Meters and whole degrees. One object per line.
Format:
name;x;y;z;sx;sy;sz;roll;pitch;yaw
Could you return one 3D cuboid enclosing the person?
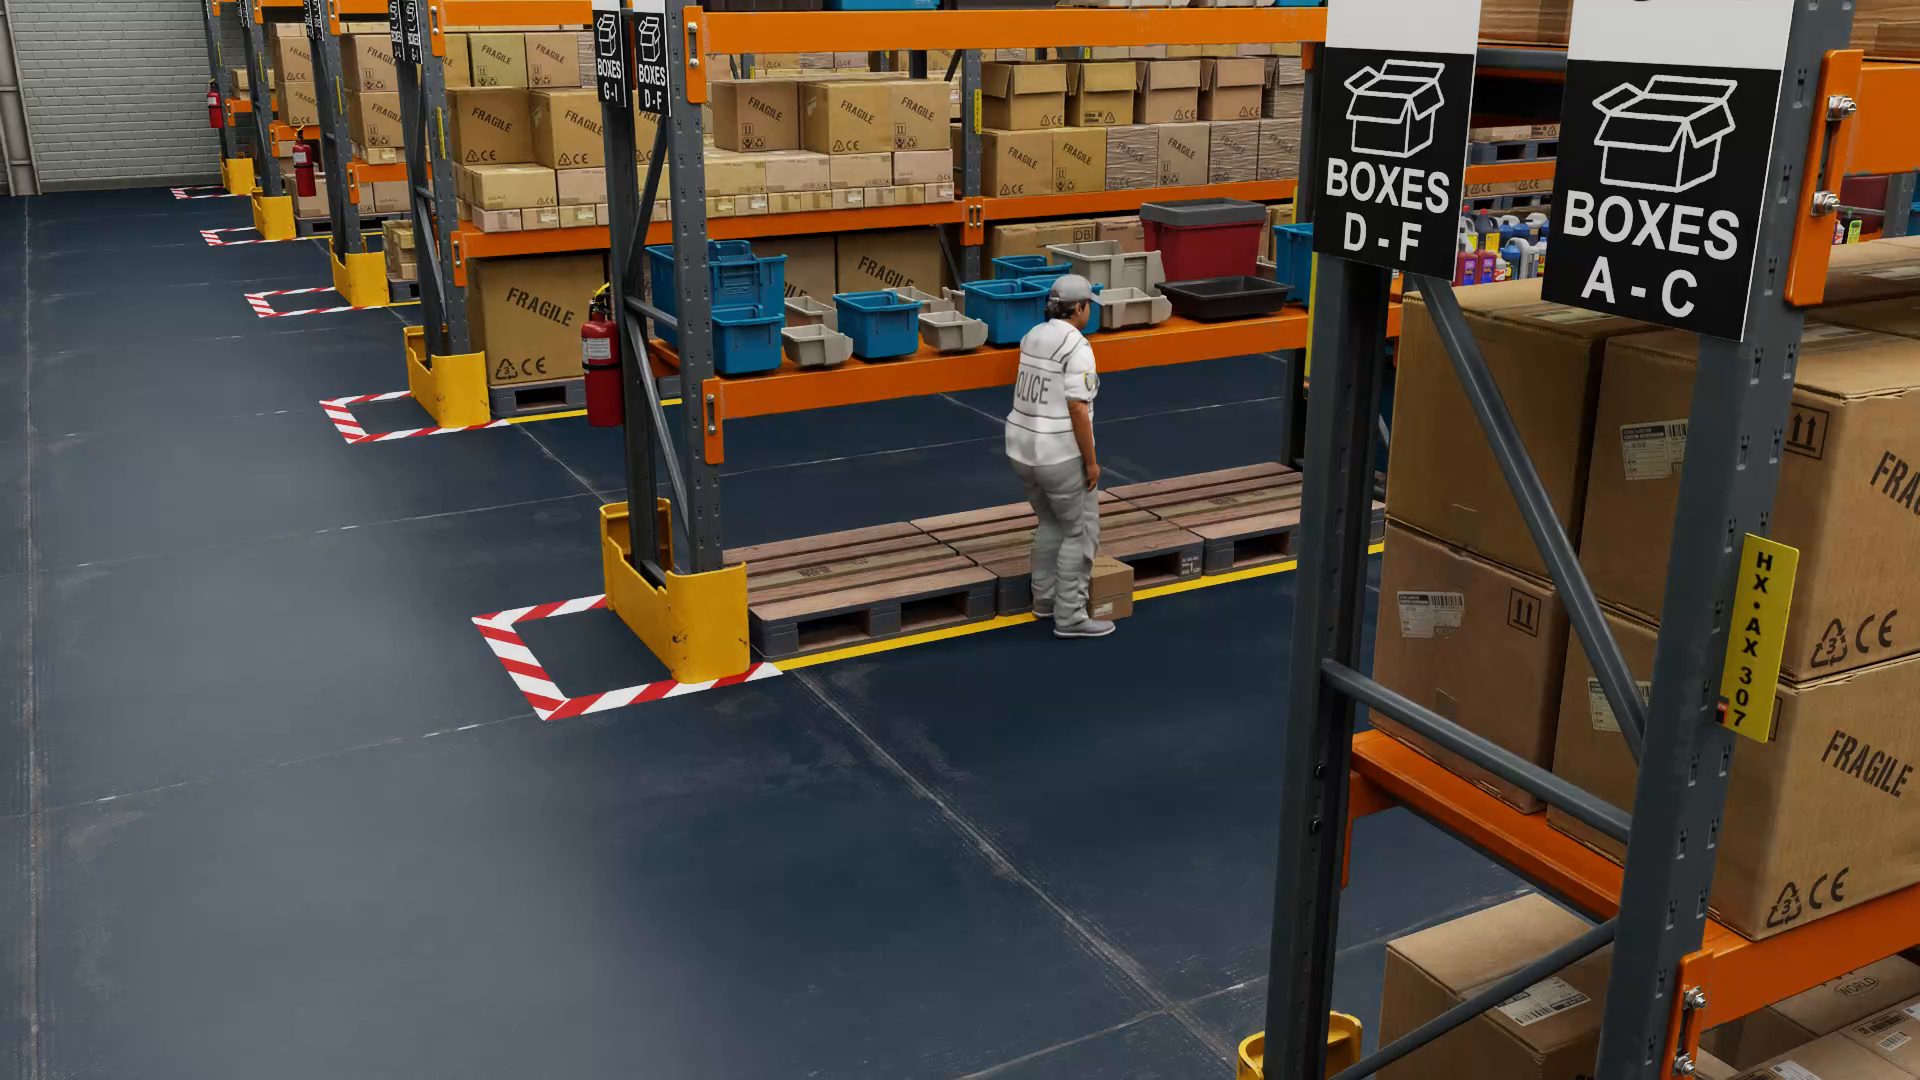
person;0.476;-0.393;7.720;0.468;1.665;0.553;-11;22;-30
